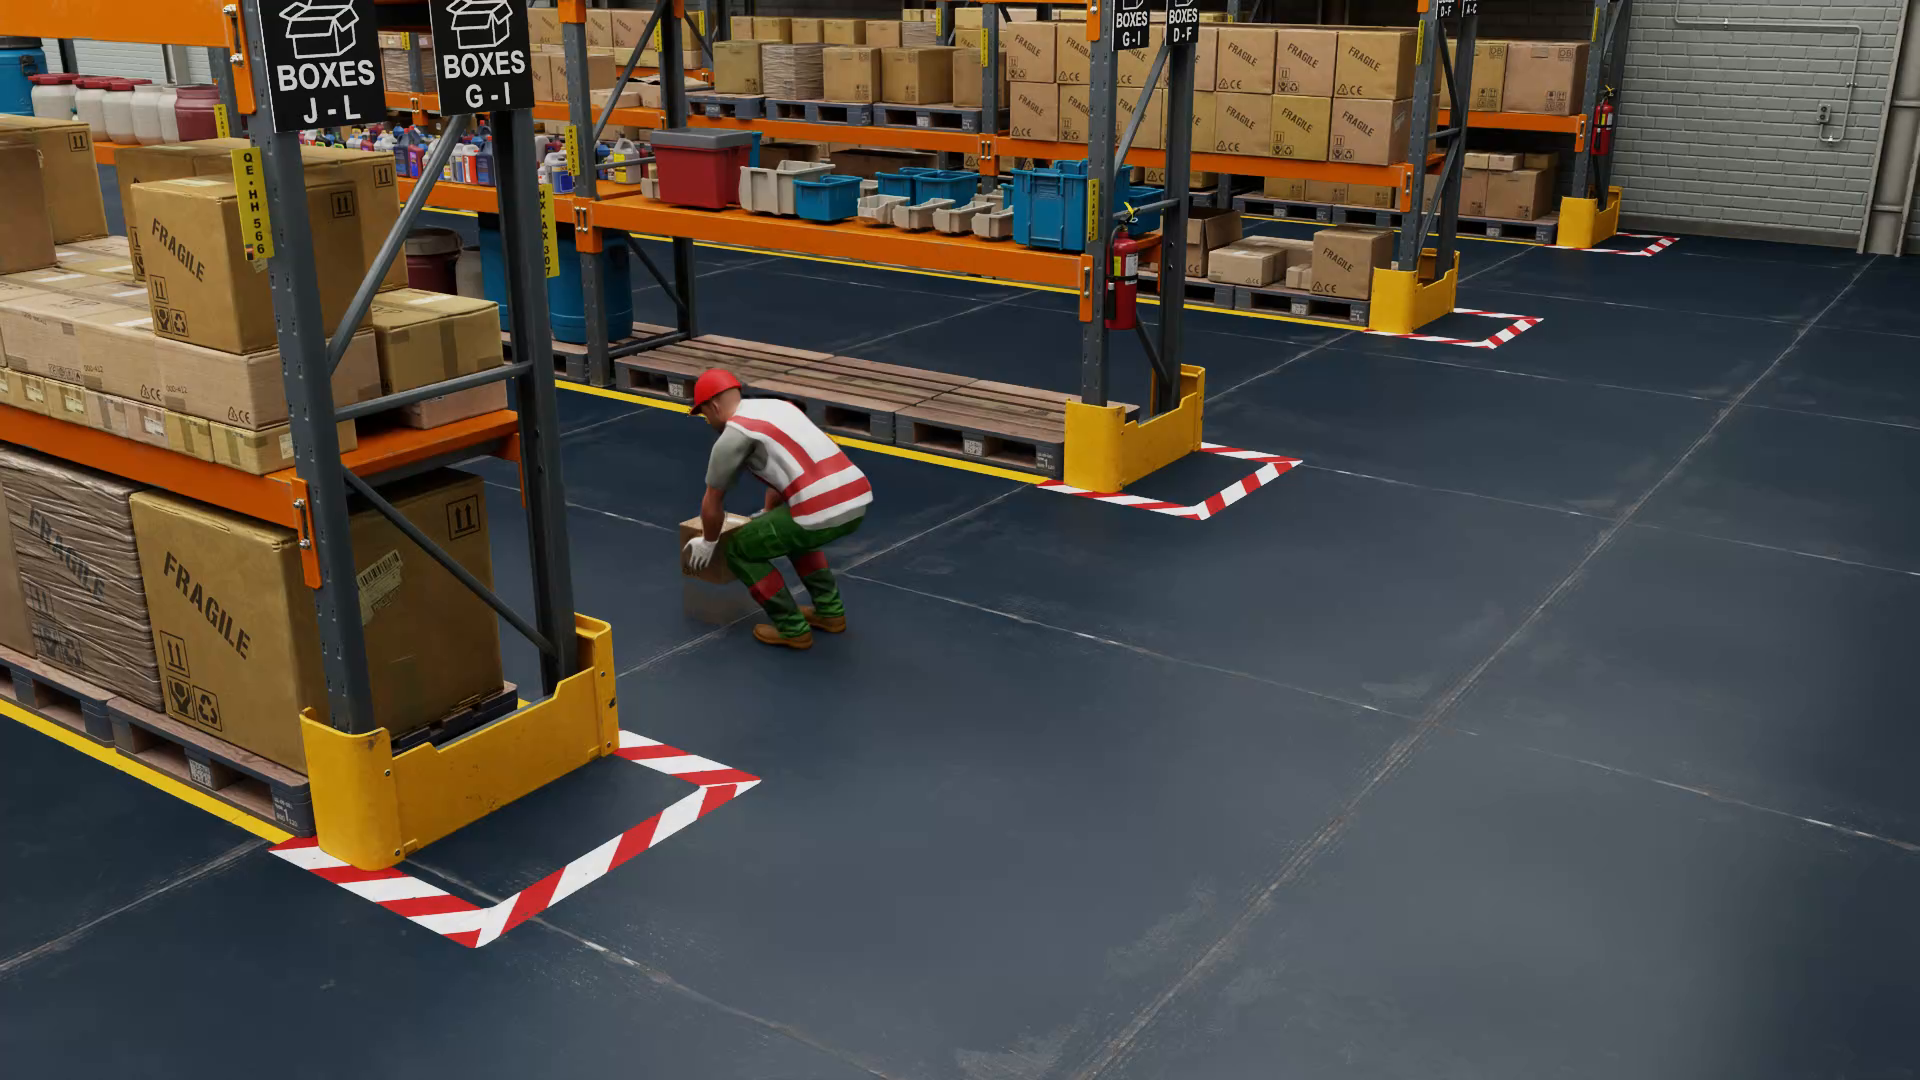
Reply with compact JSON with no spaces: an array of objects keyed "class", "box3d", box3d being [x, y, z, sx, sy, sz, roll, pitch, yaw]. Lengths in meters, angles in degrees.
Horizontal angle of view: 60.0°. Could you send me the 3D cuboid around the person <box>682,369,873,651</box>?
[{"class":"person","box3d":[-0.811,-0.137,7.321,0.845,1.186,0.586,13,23,32]}]
